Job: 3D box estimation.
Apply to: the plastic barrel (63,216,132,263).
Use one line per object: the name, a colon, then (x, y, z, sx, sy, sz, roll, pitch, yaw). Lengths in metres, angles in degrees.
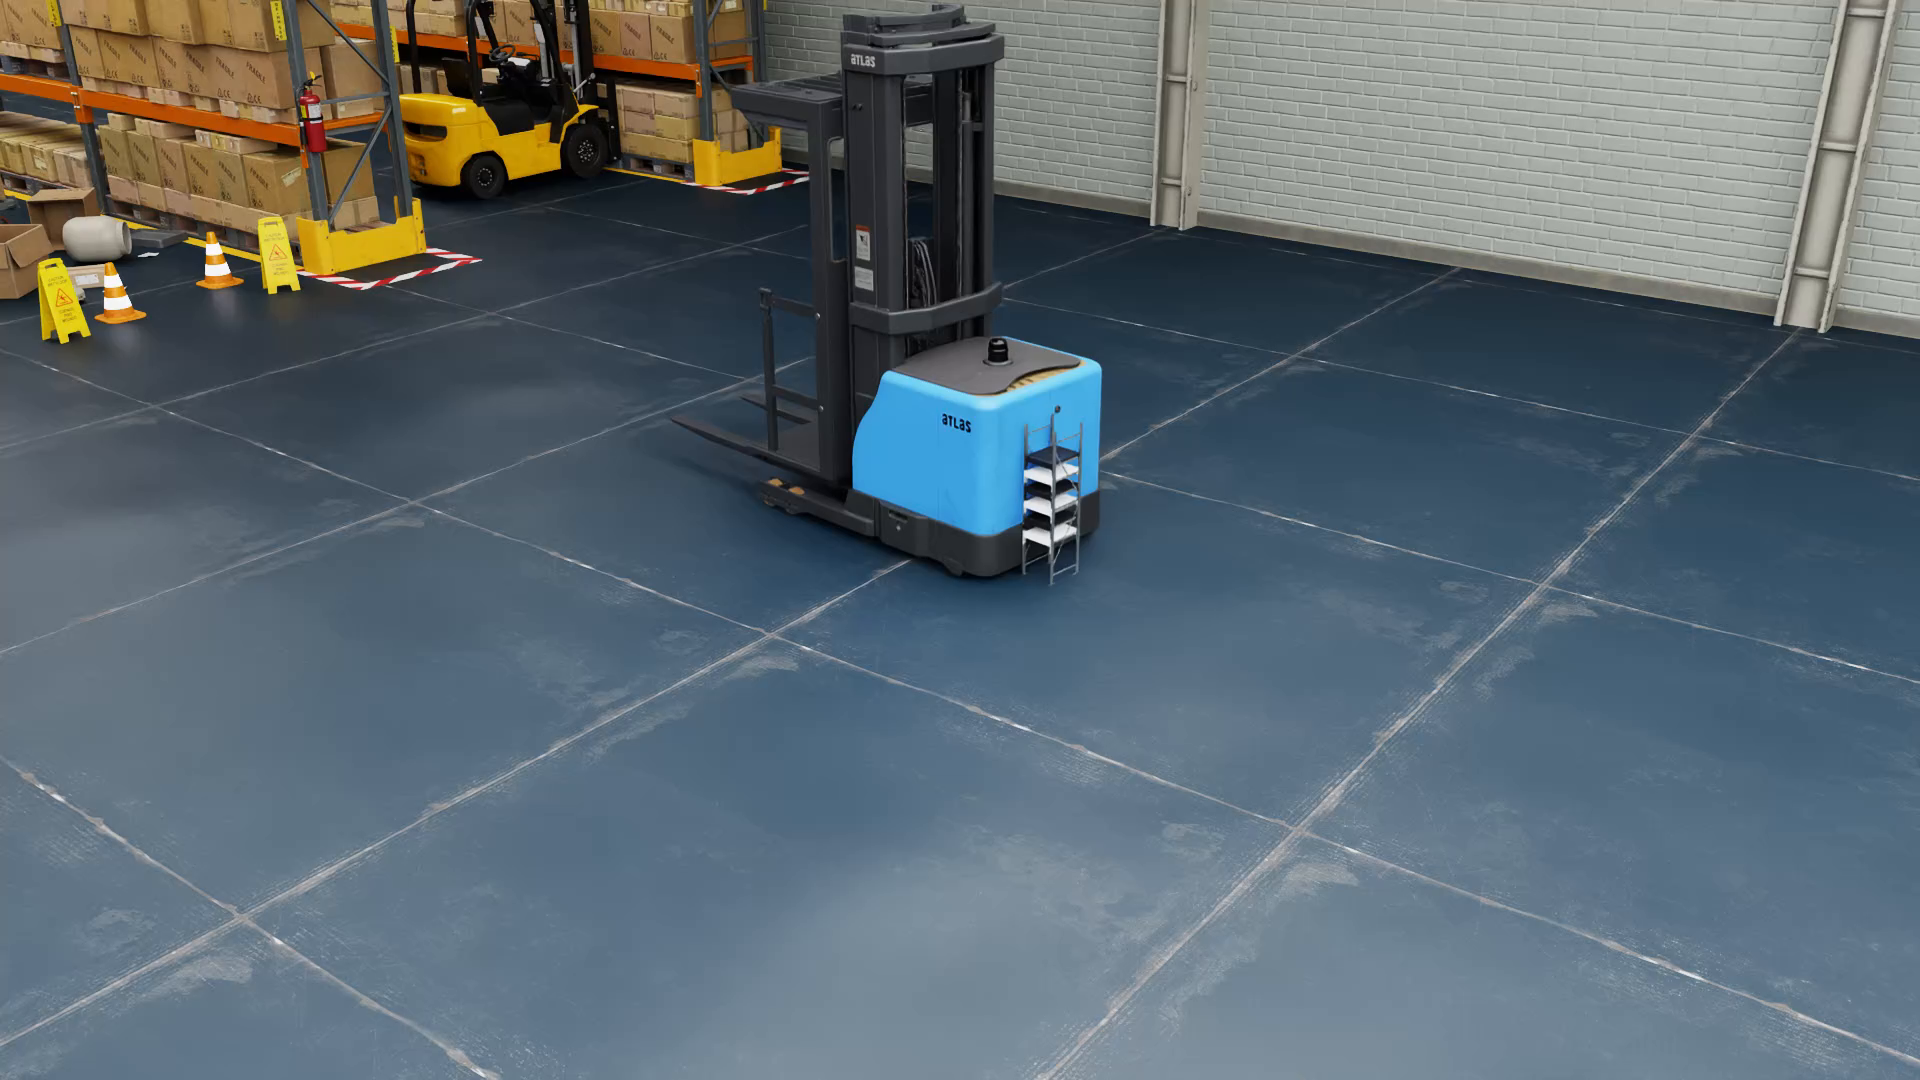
plastic barrel: (-8.120, -2.833, 15.656, 0.512, 0.421, 0.421, -5, 24, -12)

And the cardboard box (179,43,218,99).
cardboard box: (-6.955, -4.470, 15.683, 0.500, 0.500, 0.500, 17, 29, 33)

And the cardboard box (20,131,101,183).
cardboard box: (-9.758, -4.257, 18.430, 0.625, 0.372, 0.950, 19, 30, 36)

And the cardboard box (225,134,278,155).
cardboard box: (-6.690, -3.752, 15.700, 0.250, 0.149, 0.380, 18, 29, 35)

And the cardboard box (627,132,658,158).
cardboard box: (-3.543, -4.673, 19.524, 0.500, 0.250, 0.500, 17, 29, 33)

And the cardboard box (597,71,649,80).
cardboard box: (-4.058, -5.543, 20.259, 0.500, 0.250, 0.500, 16, 28, 32)

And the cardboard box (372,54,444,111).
cardboard box: (-7.429, -6.170, 22.458, 0.625, 0.625, 0.875, 15, 28, 31)

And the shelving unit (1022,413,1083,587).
shelving unit: (0.506, -0.218, 9.129, 0.210, 0.900, 0.258, 21, 31, 39)

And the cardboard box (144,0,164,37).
cardboard box: (-7.285, -5.074, 15.813, 0.500, 0.500, 0.700, 17, 29, 33)

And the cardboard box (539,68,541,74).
cardboard box: (-5.184, -5.617, 20.428, 0.500, 0.250, 0.500, 17, 29, 33)

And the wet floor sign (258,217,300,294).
wet floor sign: (-6.049, -2.533, 14.698, 0.267, 0.644, 0.232, -15, 28, -30)

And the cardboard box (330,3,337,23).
cardboard box: (-8.379, -7.160, 22.467, 0.500, 0.250, 0.500, 16, 28, 32)

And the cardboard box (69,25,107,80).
cardboard box: (-8.575, -4.954, 16.781, 0.500, 0.500, 0.500, 17, 29, 33)

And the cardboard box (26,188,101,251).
cardboard box: (-8.718, -3.128, 16.226, 0.500, 0.500, 0.500, -5, 24, -12)

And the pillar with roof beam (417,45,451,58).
pillar with roof beam: (-9.985, -8.870, 18.721, 0.400, 9.000, 9.100, 17, 29, 33)

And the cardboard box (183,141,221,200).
cardboard box: (-7.176, -3.637, 16.245, 0.500, 0.500, 0.500, 16, 28, 32)

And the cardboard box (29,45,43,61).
cardboard box: (-9.538, -5.151, 17.511, 0.250, 0.149, 0.380, 16, 28, 32)

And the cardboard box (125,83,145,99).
cardboard box: (-8.059, -4.504, 16.564, 0.250, 0.149, 0.380, 18, 29, 35)

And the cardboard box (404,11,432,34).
cardboard box: (-6.752, -6.660, 21.331, 0.500, 0.250, 0.500, 17, 29, 33)

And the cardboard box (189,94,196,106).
cardboard box: (-7.198, -4.284, 16.064, 0.250, 0.149, 0.380, 17, 29, 33)

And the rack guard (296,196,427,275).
rack guard: (-5.620, -2.876, 15.657, 0.348, 0.500, 1.175, 17, 29, 33)

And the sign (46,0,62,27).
sign: (-9.090, -5.319, 16.665, 0.005, 0.325, 0.100, 17, 29, 33)

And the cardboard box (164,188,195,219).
cardboard box: (-7.590, -3.420, 16.681, 0.500, 0.250, 0.500, 16, 29, 33)

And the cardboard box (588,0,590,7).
cardboard box: (-4.217, -6.332, 19.471, 0.250, 0.149, 0.380, 17, 29, 33)

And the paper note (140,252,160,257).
paper note: (-7.768, -2.739, 15.928, 0.148, 0.019, 0.142, 7, 25, 15)

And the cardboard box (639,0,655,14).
cardboard box: (-3.424, -6.075, 18.888, 0.250, 0.149, 0.380, 17, 29, 34)

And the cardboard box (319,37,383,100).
cardboard box: (-5.772, -4.387, 15.494, 0.500, 0.500, 0.500, 16, 29, 33)

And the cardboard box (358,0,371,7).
cardboard box: (-7.546, -7.143, 21.808, 0.500, 0.250, 0.500, 17, 29, 34)

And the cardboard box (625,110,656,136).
cardboard box: (-3.557, -4.908, 19.438, 0.500, 0.250, 0.500, 16, 29, 33)

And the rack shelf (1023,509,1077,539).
rack shelf: (0.506, -0.105, 9.179, 0.200, 0.077, 0.258, 21, 31, 39)

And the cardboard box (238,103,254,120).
cardboard box: (-6.448, -4.002, 15.425, 0.250, 0.149, 0.380, 16, 29, 32)

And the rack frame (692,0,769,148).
rack frame: (-2.585, -5.604, 18.748, 0.127, 3.000, 1.000, 17, 29, 33)

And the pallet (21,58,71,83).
pallet: (-9.284, -5.113, 17.871, 1.213, 0.211, 1.003, 17, 29, 33)

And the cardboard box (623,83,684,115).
cardboard box: (-3.553, -5.128, 19.317, 0.500, 0.250, 0.500, 17, 29, 34)

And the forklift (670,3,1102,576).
forklift: (-0.601, -1.630, 9.814, 3.031, 2.935, 1.130, 21, 31, 39)

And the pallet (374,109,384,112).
pallet: (-7.379, -5.755, 22.551, 1.213, 0.211, 1.003, 17, 29, 33)

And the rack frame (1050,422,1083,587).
rack frame: (0.580, -0.190, 9.066, 0.006, 0.900, 0.240, 21, 31, 39)

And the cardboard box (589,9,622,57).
cardboard box: (-3.956, -5.936, 19.378, 0.500, 0.500, 0.500, 16, 29, 32)

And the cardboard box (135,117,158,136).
cardboard box: (-7.973, -4.140, 16.580, 0.250, 0.149, 0.380, 18, 30, 35)

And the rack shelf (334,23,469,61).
rack shelf: (-7.386, -6.725, 22.186, 4.000, 0.370, 1.077, 17, 29, 33)

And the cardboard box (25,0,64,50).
cardboard box: (-9.267, -5.380, 17.227, 0.500, 0.500, 0.500, 16, 29, 32)

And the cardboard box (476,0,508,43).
cardboard box: (-5.587, -6.425, 20.489, 0.500, 0.500, 0.500, 16, 28, 32)

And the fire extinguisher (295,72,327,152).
fire extinguisher: (-5.744, -3.790, 14.727, 0.183, 0.674, 0.296, 17, 29, 33)

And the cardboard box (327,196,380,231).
cardboard box: (-6.039, -3.220, 16.226, 0.500, 0.250, 0.500, 17, 29, 33)
